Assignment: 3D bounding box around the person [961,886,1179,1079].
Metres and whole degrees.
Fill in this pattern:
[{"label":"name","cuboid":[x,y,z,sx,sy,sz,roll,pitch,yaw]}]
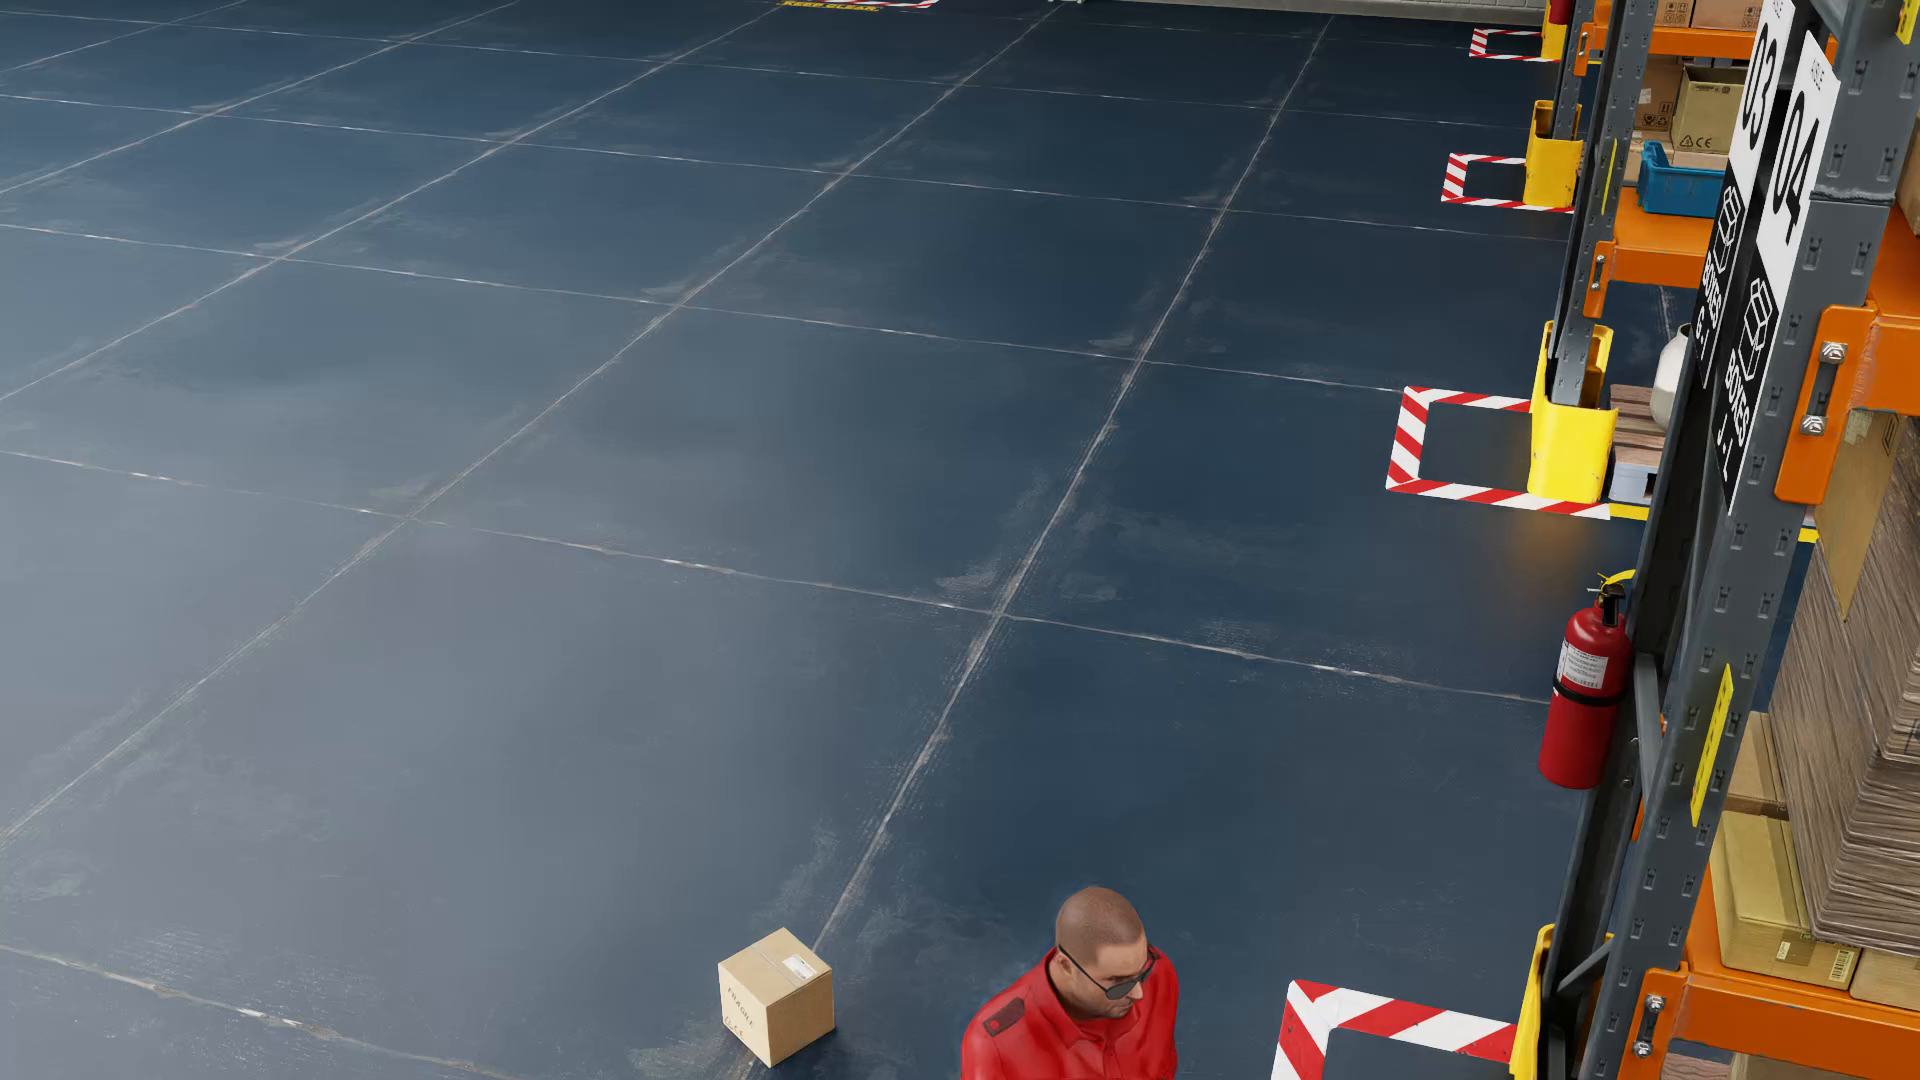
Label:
[{"label":"person","cuboid":[0.256,1.435,3.537,0.558,1.685,0.971,-13,32,-22]}]
